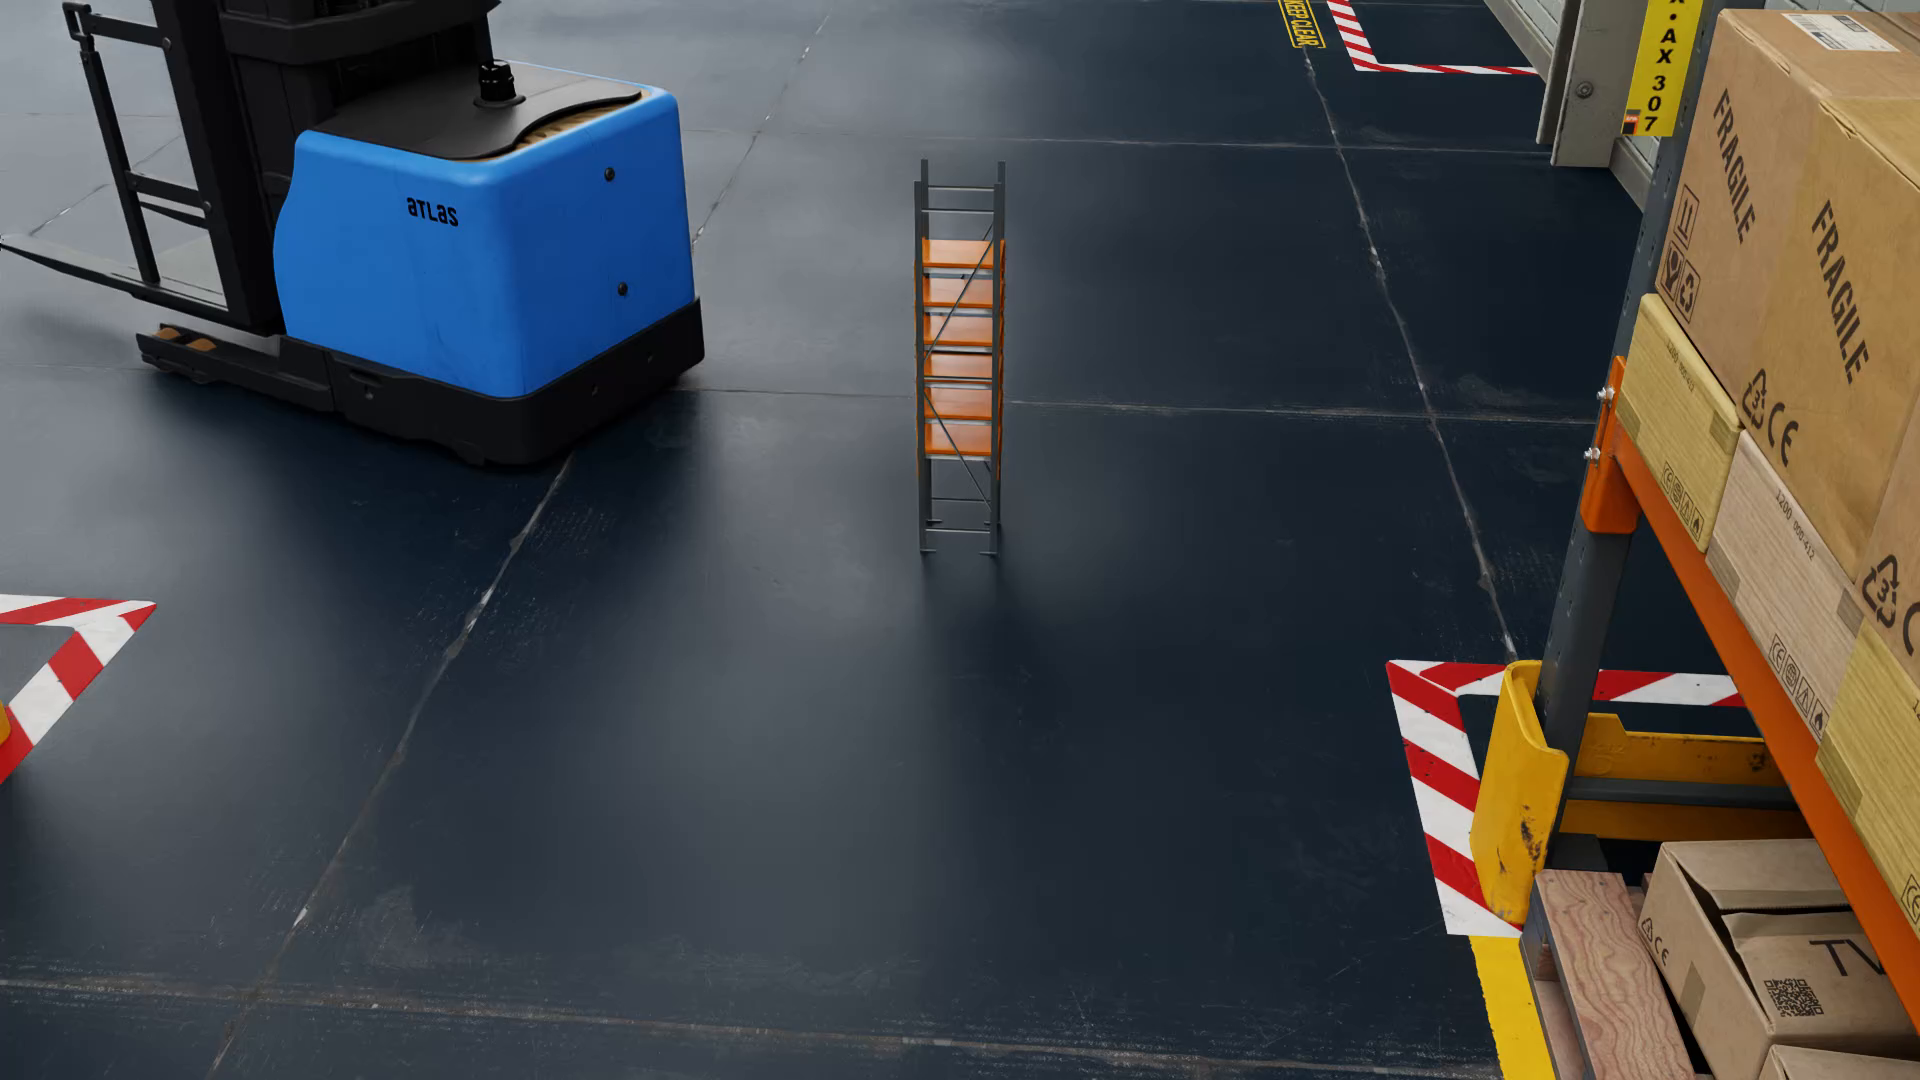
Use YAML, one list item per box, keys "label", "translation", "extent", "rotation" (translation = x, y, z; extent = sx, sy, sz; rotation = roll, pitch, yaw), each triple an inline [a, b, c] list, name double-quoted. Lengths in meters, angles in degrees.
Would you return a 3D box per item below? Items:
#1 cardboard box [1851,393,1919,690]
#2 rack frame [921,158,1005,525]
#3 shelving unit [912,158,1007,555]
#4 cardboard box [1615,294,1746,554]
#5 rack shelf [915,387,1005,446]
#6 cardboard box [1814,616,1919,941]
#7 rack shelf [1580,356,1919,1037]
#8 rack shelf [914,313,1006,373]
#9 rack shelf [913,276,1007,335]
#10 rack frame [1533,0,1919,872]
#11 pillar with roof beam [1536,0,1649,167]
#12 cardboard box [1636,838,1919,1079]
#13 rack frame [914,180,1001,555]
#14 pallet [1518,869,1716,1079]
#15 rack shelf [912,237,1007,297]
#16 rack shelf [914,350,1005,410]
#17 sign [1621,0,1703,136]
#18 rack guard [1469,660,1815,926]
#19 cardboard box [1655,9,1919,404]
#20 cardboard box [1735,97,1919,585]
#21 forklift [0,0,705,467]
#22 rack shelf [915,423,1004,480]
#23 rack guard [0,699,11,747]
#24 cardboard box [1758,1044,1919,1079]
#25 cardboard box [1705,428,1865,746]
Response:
- label: "cardboard box"
  translation: [1.387, 0.000, 1.800]
  extent: [0.500, 0.500, 0.500]
  rotation: [1, 32, 2]
- label: "rack frame"
  translation: [0.009, -0.566, 5.025]
  extent: [0.240, 1.200, 0.006]
  rotation: [2, 32, 4]
- label: "shelving unit"
  translation: [0.001, -0.518, 4.947]
  extent: [0.258, 1.200, 0.189]
  rotation: [2, 32, 4]
- label: "cardboard box"
  translation: [1.467, -0.204, 2.846]
  extent: [0.500, 0.250, 0.500]
  rotation: [2, 32, 3]
- label: "rack shelf"
  translation: [0.001, -0.378, 5.034]
  extent: [0.258, 0.103, 0.180]
  rotation: [2, 32, 4]
- label: "cardboard box"
  translation: [1.392, 0.334, 1.972]
  extent: [0.500, 0.250, 0.500]
  rotation: [2, 32, 3]
- label: "rack shelf"
  translation: [1.661, 0.851, 1.695]
  extent: [1.077, 0.370, 4.000]
  rotation: [2, 32, 4]
- label: "rack shelf"
  translation: [0.001, -0.583, 4.908]
  extent: [0.258, 0.103, 0.180]
  rotation: [2, 32, 4]
- label: "rack shelf"
  translation: [0.001, -0.685, 4.845]
  extent: [0.258, 0.103, 0.180]
  rotation: [2, 32, 4]
- label: "rack frame"
  translation: [1.824, -0.501, 3.204]
  extent: [1.000, 3.000, 0.127]
  rotation: [2, 32, 4]
- label: "pillar with roof beam"
  translation: [-1.173, -5.973, 6.365]
  extent: [9.100, 9.000, 0.400]
  rotation: [2, 32, 4]
- label: "cardboard box"
  translation: [1.678, 0.814, 3.213]
  extent: [0.500, 0.311, 0.500]
  rotation: [-1, 32, -2]
- label: "rack frame"
  translation: [-0.006, -0.471, 4.870]
  extent: [0.240, 1.200, 0.006]
  rotation: [2, 32, 4]
- label: "pallet"
  translation: [1.716, 1.149, 3.184]
  extent: [1.003, 0.211, 1.213]
  rotation: [2, 32, 4]
- label: "rack shelf"
  translation: [0.001, -0.787, 4.782]
  extent: [0.258, 0.103, 0.180]
  rotation: [2, 32, 4]
- label: "rack shelf"
  translation: [0.001, -0.481, 4.971]
  extent: [0.258, 0.103, 0.180]
  rotation: [2, 32, 4]
- label: "sign"
  translation: [1.283, -0.892, 3.014]
  extent: [0.100, 0.325, 0.005]
  rotation: [2, 32, 4]
- label: "rack guard"
  translation: [1.817, 0.603, 3.795]
  extent: [1.175, 0.500, 0.348]
  rotation: [2, 32, 4]
- label: "cardboard box"
  translation: [1.485, -0.528, 2.657]
  extent: [0.500, 0.500, 0.500]
  rotation: [2, 32, 4]
- label: "cardboard box"
  translation: [1.435, -0.270, 2.238]
  extent: [0.500, 0.500, 0.500]
  rotation: [3, 32, 4]
- label: "forklift"
  translation: [-2.492, -2.048, 5.780]
  extent: [3.031, 2.935, 1.130]
  rotation: [17, 35, 25]
- label: "rack shelf"
  translation: [0.001, -0.276, 5.097]
  extent: [0.258, 0.103, 0.180]
  rotation: [2, 32, 4]
- label: "rack guard"
  translation: [-3.112, 0.341, 4.220]
  extent: [1.175, 0.500, 0.348]
  rotation: [2, 32, 4]
- label: "cardboard box"
  translation: [1.631, 1.113, 2.729]
  extent: [0.500, 0.311, 0.500]
  rotation: [5, 32, 8]
- label: "cardboard box"
  translation: [1.439, 0.068, 2.404]
  extent: [0.500, 0.250, 0.500]
  rotation: [2, 32, 2]
